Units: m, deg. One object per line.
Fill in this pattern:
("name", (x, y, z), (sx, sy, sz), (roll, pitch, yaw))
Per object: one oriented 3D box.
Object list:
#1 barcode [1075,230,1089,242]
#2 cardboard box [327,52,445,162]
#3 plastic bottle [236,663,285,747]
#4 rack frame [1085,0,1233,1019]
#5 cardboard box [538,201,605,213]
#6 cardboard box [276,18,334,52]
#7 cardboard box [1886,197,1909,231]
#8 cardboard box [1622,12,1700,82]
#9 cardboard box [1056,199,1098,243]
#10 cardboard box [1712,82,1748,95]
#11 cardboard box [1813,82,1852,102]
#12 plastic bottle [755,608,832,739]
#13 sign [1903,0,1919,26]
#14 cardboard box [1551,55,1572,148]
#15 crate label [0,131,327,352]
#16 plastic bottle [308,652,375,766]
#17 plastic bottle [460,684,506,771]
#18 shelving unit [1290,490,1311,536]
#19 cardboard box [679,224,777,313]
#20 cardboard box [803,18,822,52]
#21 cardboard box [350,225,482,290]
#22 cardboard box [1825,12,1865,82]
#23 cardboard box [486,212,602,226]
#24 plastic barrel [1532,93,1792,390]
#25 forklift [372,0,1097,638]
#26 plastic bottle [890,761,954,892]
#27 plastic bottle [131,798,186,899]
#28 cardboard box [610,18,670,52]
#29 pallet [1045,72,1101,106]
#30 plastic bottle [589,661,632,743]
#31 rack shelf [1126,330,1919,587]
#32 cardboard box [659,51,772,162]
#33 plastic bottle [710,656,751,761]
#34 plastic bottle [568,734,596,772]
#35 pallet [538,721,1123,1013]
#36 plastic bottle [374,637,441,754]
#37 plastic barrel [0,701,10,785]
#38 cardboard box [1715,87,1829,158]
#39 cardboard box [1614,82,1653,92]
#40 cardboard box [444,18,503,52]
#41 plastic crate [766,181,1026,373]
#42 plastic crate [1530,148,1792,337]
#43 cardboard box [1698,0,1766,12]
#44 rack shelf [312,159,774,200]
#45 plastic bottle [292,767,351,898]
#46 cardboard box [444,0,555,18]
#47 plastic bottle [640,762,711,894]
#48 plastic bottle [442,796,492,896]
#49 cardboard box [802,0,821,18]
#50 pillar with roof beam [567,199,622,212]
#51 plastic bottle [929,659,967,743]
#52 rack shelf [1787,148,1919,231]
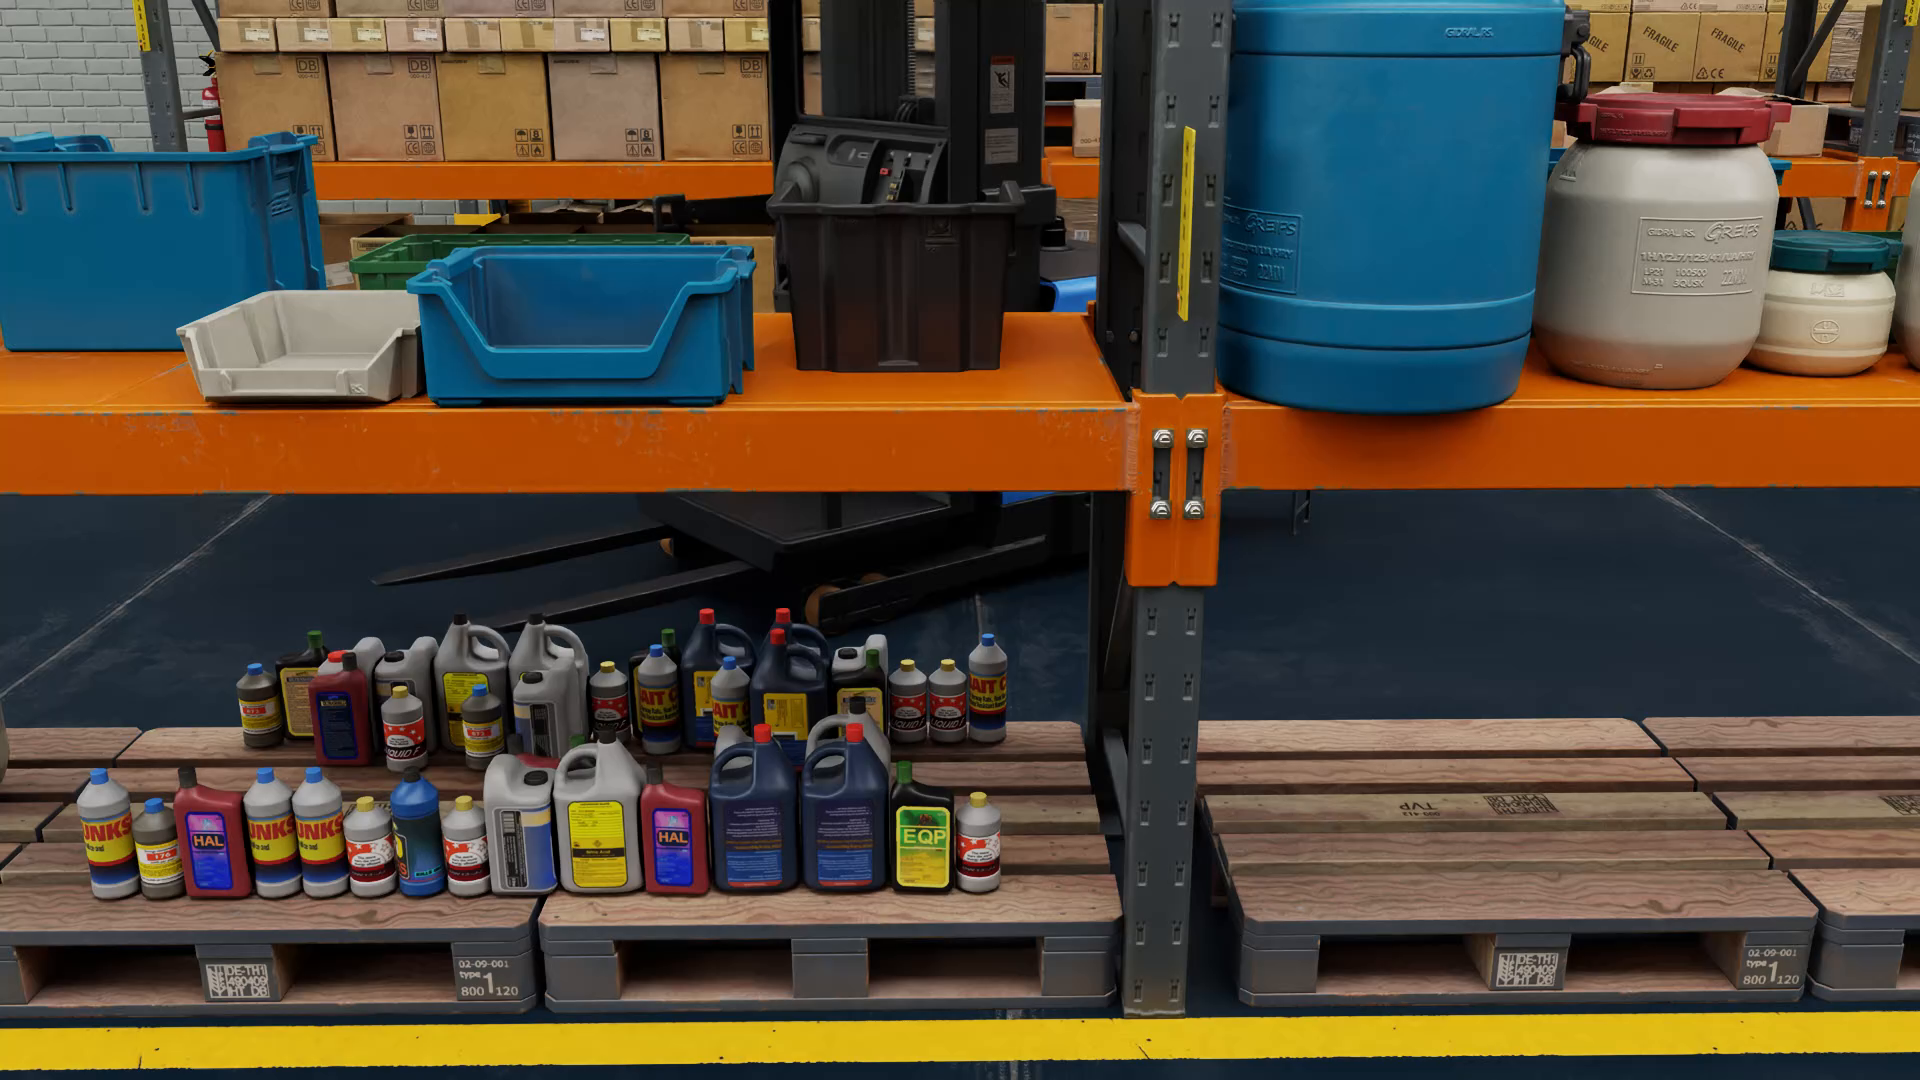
("barcode", (0.584, -1.450, 7.958), (0.075, 0.075, 0.001), (0, 18, -1))
("cardboard box", (-2.686, -2.131, 8.115), (0.500, 0.500, 0.700), (0, 18, 1))
("plastic bottle", (-1.774, 0.412, 4.212), (0.097, 0.201, 0.097), (0, 18, 0))
("rack frame", (0.396, -0.587, 3.467), (0.127, 3.000, 1.000), (0, 18, -1))
("cardboard box", (-3.066, -2.499, 13.107), (0.500, 0.311, 0.500), (-2, 18, -7))
("cardboard box", (-3.018, -2.375, 7.816), (0.250, 0.149, 0.380), (-1, 18, -2))
("cardboard box", (7.591, -2.785, 13.150), (0.750, 0.750, 0.750), (0, 18, 0))
("cardboard box", (5.253, -3.755, 12.658), (0.500, 0.500, 0.500), (0, 18, 1))
("cardboard box", (0.976, -2.641, 13.241), (0.500, 0.500, 0.700), (0, 18, 1))
("cardboard box", (5.858, -3.468, 12.825), (0.250, 0.149, 0.380), (0, 18, 0))
("cardboard box", (6.634, -3.461, 12.803), (0.250, 0.149, 0.380), (-1, 18, -2))
("plastic bottle", (-0.417, 0.342, 4.187), (0.185, 0.351, 0.144), (0, 18, 1))
("sign", (4.333, -2.501, 7.538), (0.005, 0.325, 0.100), (0, 18, -1))
("cardboard box", (2.644, -2.154, 8.187), (0.500, 0.500, 0.500), (-1, 18, -4))
("crate label", (-1.767, -0.676, 3.687), (0.616, 0.435, 0.502), (0, 18, -1))
("plastic bottle", (-1.519, 0.413, 4.076), (0.133, 0.283, 0.061), (0, 18, -1))
("plastic bottle", (-1.171, 0.454, 4.084), (0.097, 0.201, 0.097), (0, 18, 0))
("shelving unit", (1.151, -0.653, 6.620), (0.503, 1.200, 0.258), (9, 20, 25))
("cardboard box", (-1.138, -1.276, 8.202), (0.500, 0.500, 0.500), (0, 18, -1))
("cardboard box", (-0.718, -2.385, 7.848), (0.250, 0.149, 0.380), (0, 18, -1))
("cardboard box", (-2.638, -1.266, 8.170), (0.500, 0.500, 0.500), (0, 18, -1))
("cardboard box", (6.769, -3.766, 12.692), (0.500, 0.500, 0.500), (0, 18, -1))
("cardboard box", (-2.147, -1.431, 8.685), (0.500, 0.500, 0.500), (0, 18, -1))
("plastic barrel", (1.356, -0.589, 3.252), (0.433, 0.535, 0.433), (0, 18, 0))
("forklift", (-0.523, -1.260, 5.678), (3.031, 2.935, 1.130), (-14, 22, -36))
("plastic bottle", (-0.080, 0.600, 3.493), (0.133, 0.283, 0.061), (1, 18, 2))
("plastic bottle", (-1.682, 0.641, 3.499), (0.097, 0.201, 0.097), (0, 18, 0))
("cardboard box", (-1.482, -2.382, 7.836), (0.250, 0.149, 0.380), (0, 18, 1))
("pallet", (1.006, -3.481, 12.802), (1.213, 0.211, 1.003), (0, 18, -1))
("plastic bottle", (-0.890, 0.408, 4.225), (0.097, 0.201, 0.097), (0, 18, 0))
("rack shelf", (2.396, -0.254, 3.607), (4.000, 0.370, 1.077), (0, 18, -1))
("cardboard box", (-1.151, -2.138, 8.137), (0.500, 0.500, 0.700), (0, 18, 0))
("plastic bottle", (-0.560, 0.417, 4.082), (0.097, 0.271, 0.097), (0, 18, 0))
("plastic bottle", (-0.785, 0.559, 3.620), (0.133, 0.283, 0.061), (0, 18, -1))
("pallet", (-0.276, 0.731, 3.922), (1.213, 0.211, 1.003), (0, 18, -1))
("plastic bottle", (-1.383, 0.383, 4.180), (0.135, 0.276, 0.152), (-1, 18, -2))
("plastic barrel", (-2.445, 0.388, 3.813), (0.421, 0.512, 0.421), (0, 18, 0))
("cardboard box", (3.957, -2.088, 8.293), (0.500, 0.311, 0.500), (1, 18, 3))
("cardboard box", (5.091, -3.427, 12.698), (0.250, 0.149, 0.380), (0, 18, 1))
("cardboard box", (-2.250, -2.379, 7.826), (0.250, 0.149, 0.380), (-1, 18, -3))
("plastic crate", (-0.129, -0.594, 3.590), (0.504, 0.338, 0.767), (0, 18, -1))
("plastic crate", (1.494, -0.680, 3.782), (0.575, 0.384, 0.392), (0, 18, -1))
("cardboard box", (5.735, -4.118, 12.563), (0.500, 0.250, 0.500), (0, 18, 0))
("rack shelf", (-1.678, -1.748, 8.263), (4.000, 0.370, 1.077), (0, 18, -1))
("plastic bottle", (-1.343, 0.606, 3.494), (0.097, 0.271, 0.097), (0, 18, 0))
("cardboard box", (-2.128, -2.751, 7.927), (0.500, 0.500, 0.700), (0, 18, -1))
("plastic bottle", (-0.597, 0.602, 3.486), (0.133, 0.283, 0.061), (1, 18, 3))
("plastic bottle", (-1.038, 0.638, 3.509), (0.097, 0.201, 0.097), (0, 18, 0))
("cardboard box", (-0.627, -2.758, 7.948), (0.500, 0.500, 0.700), (0, 18, -1))
("pillar with roof beam", (-3.005, -5.403, 8.658), (0.400, 9.000, 9.100), (0, 18, -1))
("plastic bottle", (-0.031, 0.404, 4.238), (0.097, 0.201, 0.097), (0, 18, 0))
("rack shelf", (6.321, -1.786, 8.383), (4.000, 0.370, 1.077), (0, 18, -1))
